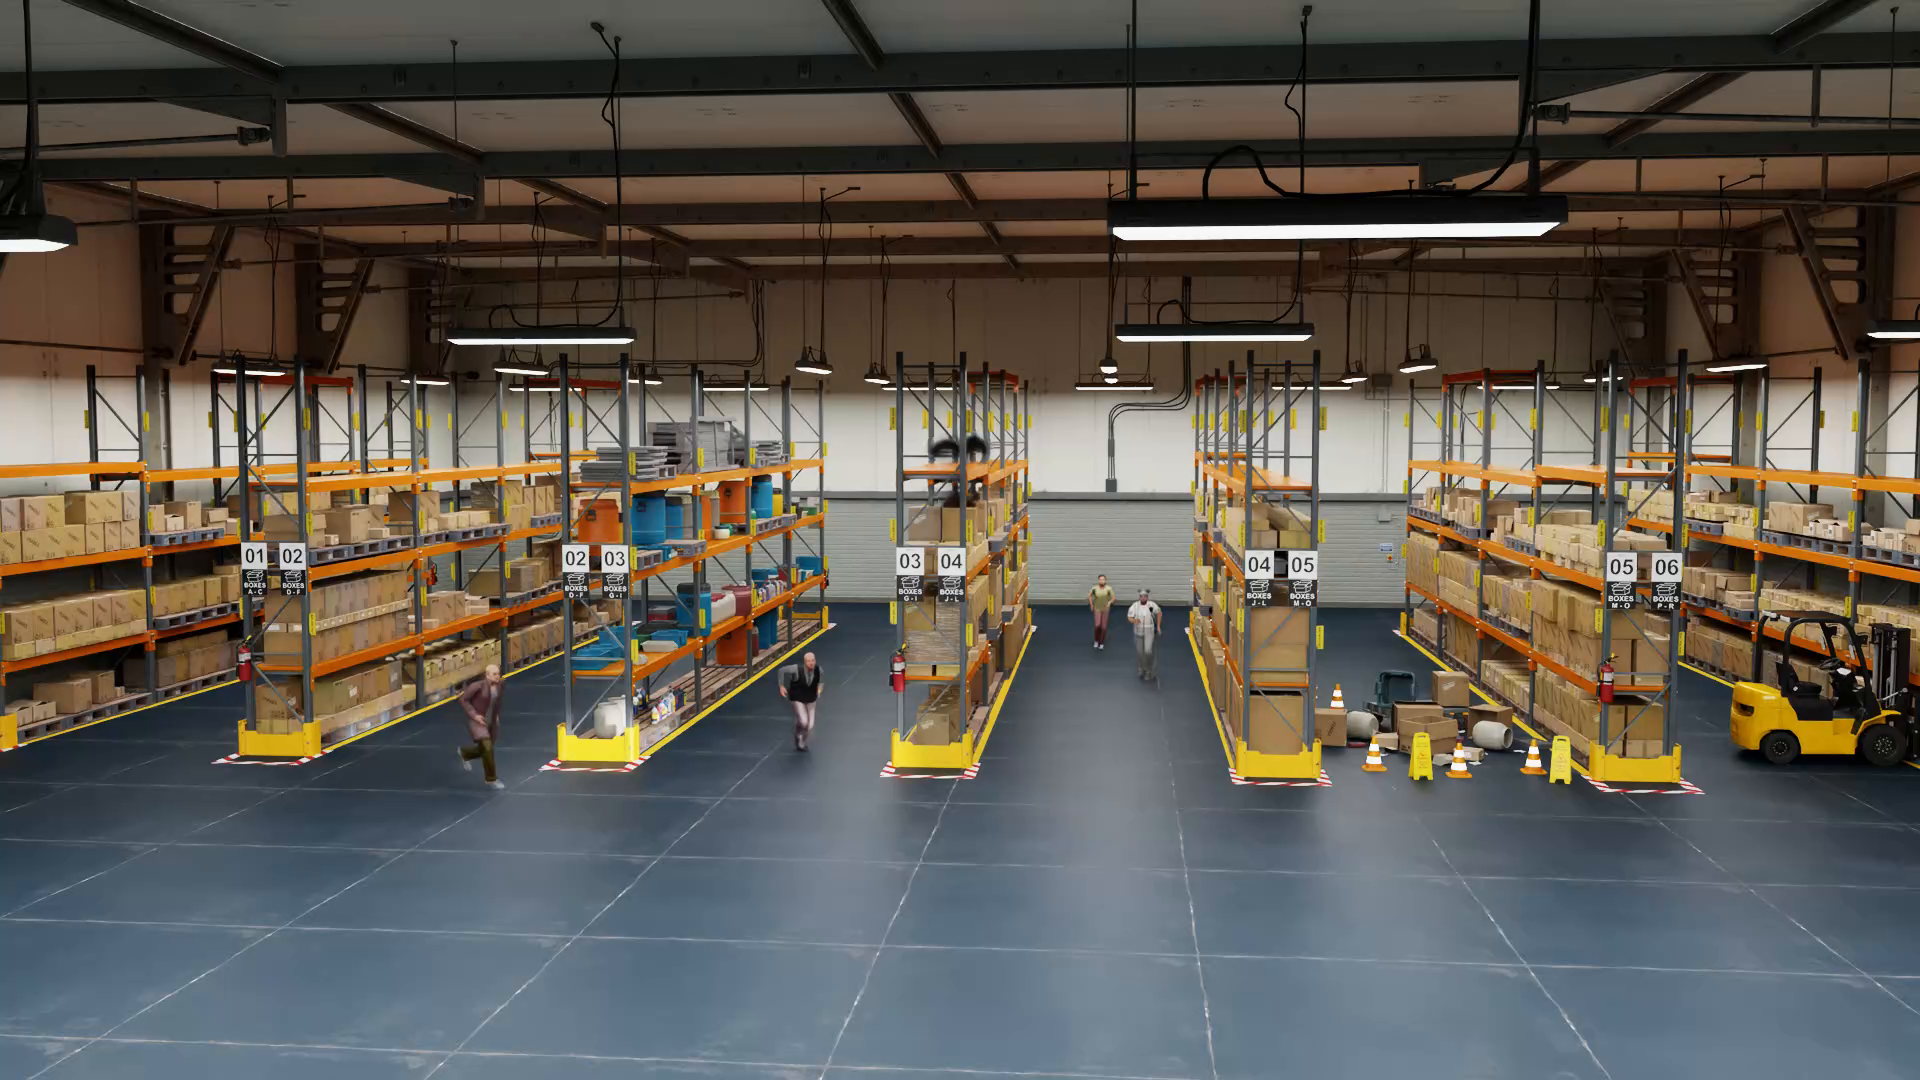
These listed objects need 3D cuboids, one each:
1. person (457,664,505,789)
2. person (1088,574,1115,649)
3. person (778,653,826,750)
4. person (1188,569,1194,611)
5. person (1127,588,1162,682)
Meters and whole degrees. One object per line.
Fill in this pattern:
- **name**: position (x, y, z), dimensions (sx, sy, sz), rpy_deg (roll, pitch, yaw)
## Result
- **person**: position (-6.643, 2.545, 22.882), dimensions (0.926, 1.735, 0.713), rpy_deg (3, 5, 40)
- **person**: position (3.125, 1.579, 36.582), dimensions (0.579, 1.640, 0.617), rpy_deg (0, 4, 1)
- **person**: position (-2.373, 2.440, 24.993), dimensions (0.695, 1.559, 0.902), rpy_deg (-2, 4, -23)
- **person**: position (5.952, 1.252, 41.209), dimensions (0.484, 1.707, 0.802), rpy_deg (4, 5, 42)
- **person**: position (3.564, 1.842, 32.219), dimensions (0.635, 1.839, 0.840), rpy_deg (1, 4, 12)
